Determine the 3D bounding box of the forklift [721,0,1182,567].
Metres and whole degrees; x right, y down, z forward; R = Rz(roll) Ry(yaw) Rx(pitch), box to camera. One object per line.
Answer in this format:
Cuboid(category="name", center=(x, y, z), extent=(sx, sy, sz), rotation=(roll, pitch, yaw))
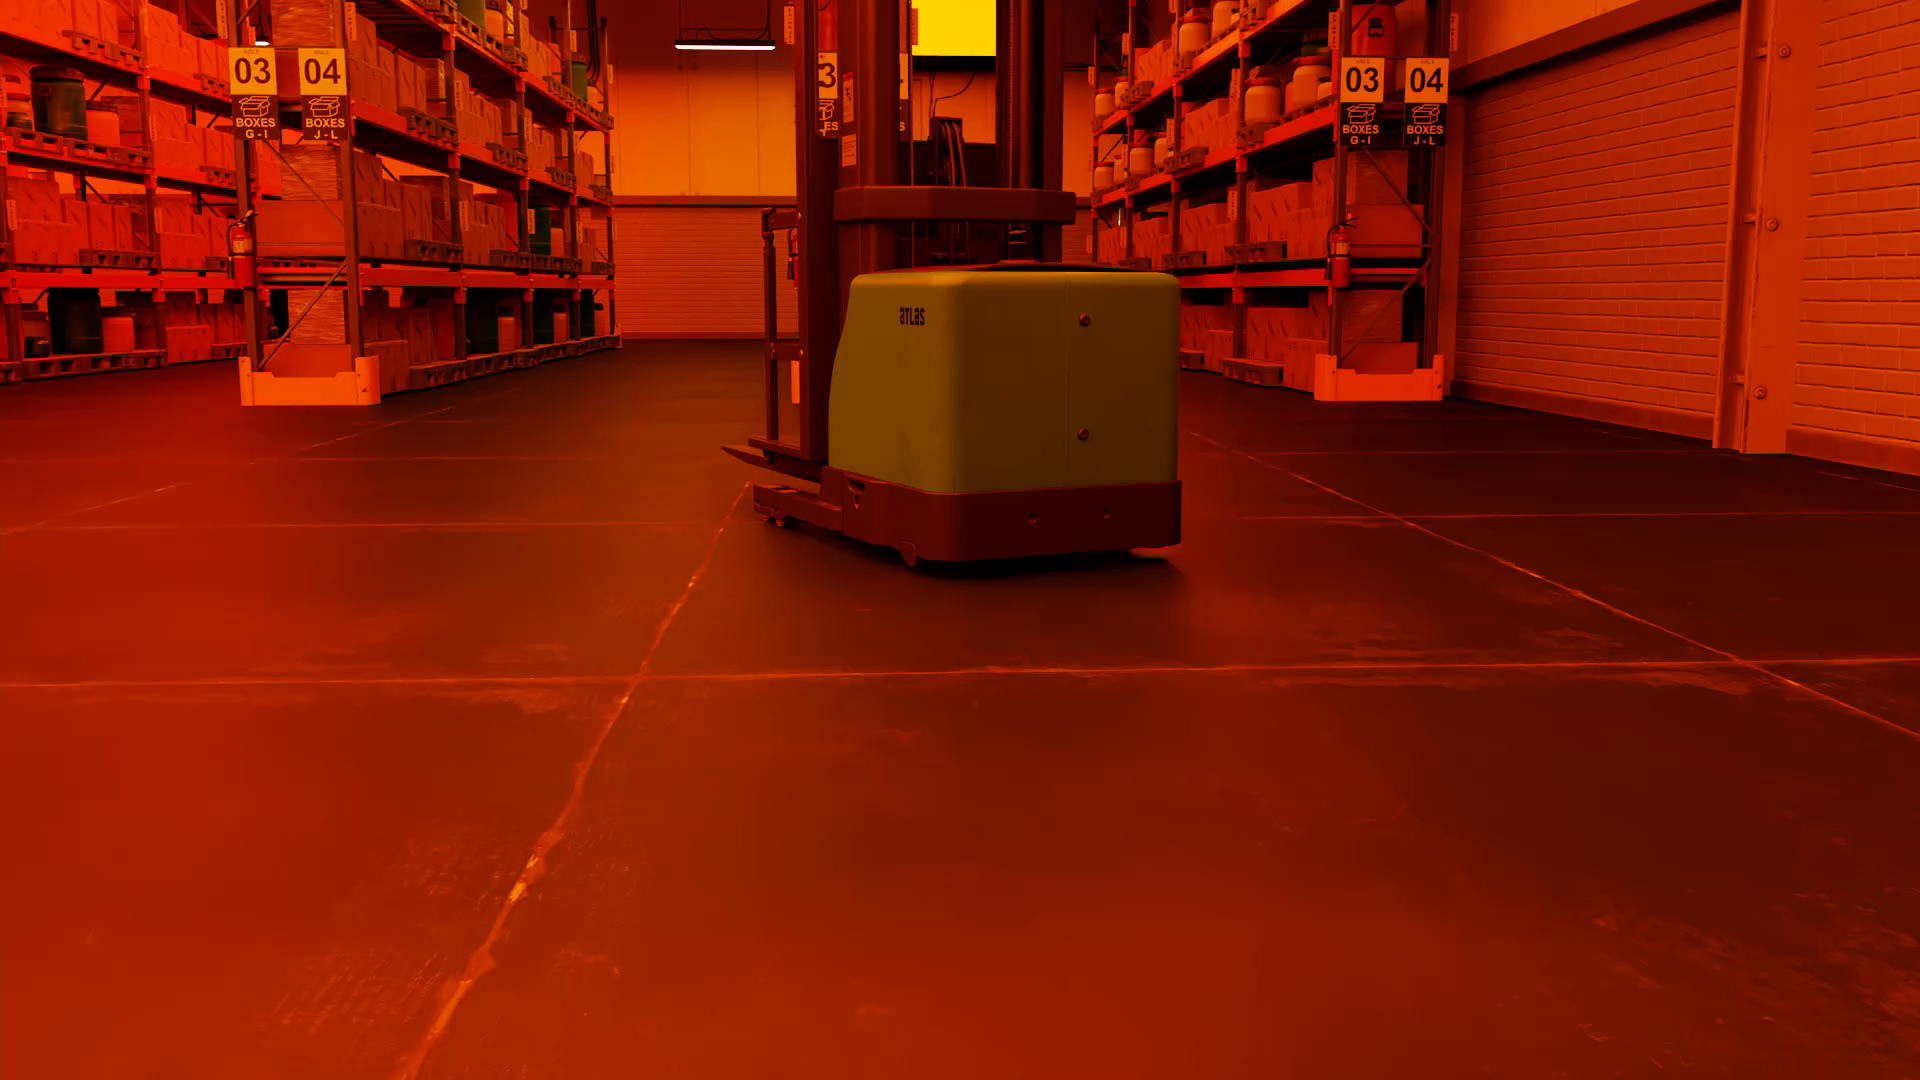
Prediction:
Cuboid(category="forklift", center=(-0.264, -1.530, 7.137), extent=(1.130, 2.935, 3.031), rotation=(-4, 9, -25))
